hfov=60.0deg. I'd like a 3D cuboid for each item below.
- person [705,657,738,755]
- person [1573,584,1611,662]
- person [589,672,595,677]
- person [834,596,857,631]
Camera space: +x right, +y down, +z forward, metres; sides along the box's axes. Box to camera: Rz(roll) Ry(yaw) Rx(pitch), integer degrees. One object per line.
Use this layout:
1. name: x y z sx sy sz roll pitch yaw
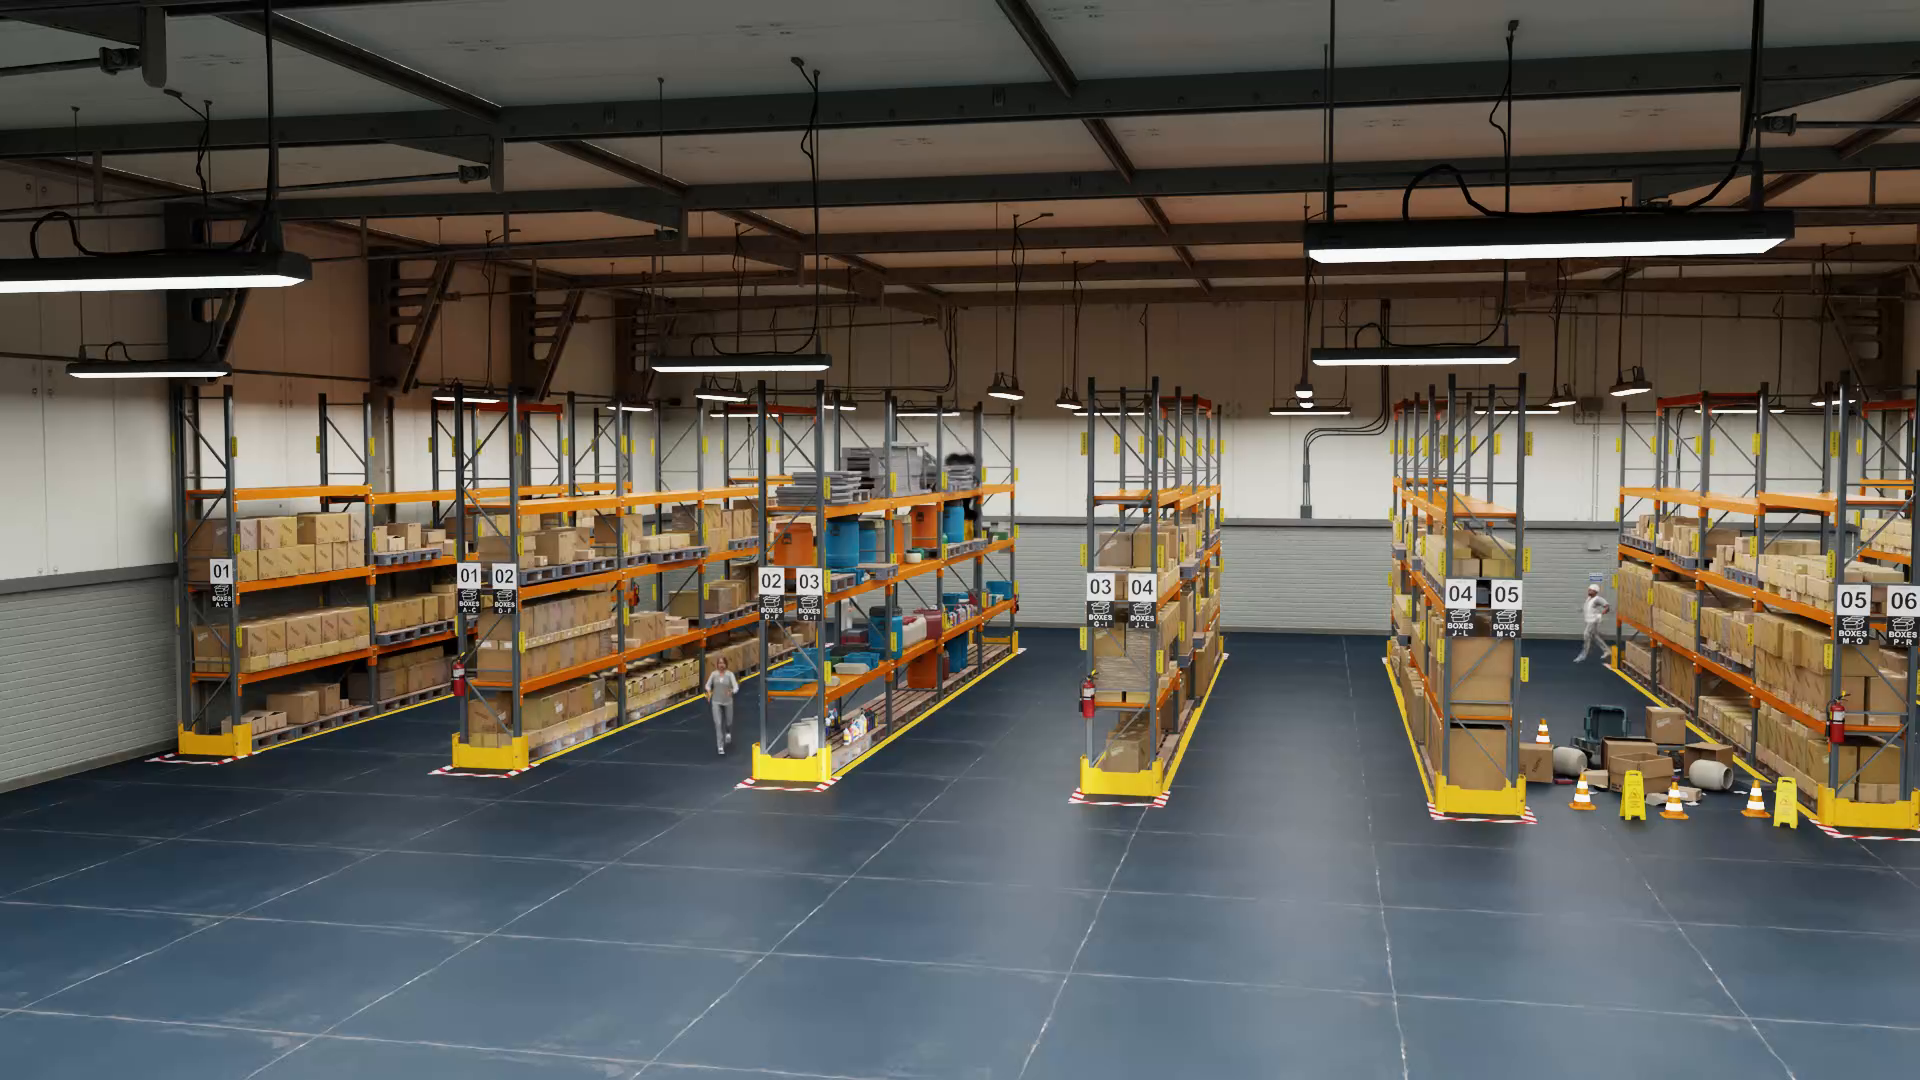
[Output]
1. person: -3.909 2.701 27.283 0.547 1.544 0.755 0 3 -5
2. person: 14.691 1.926 38.603 0.929 1.804 0.676 0 3 5
3. person: -7.544 2.245 33.746 0.767 1.718 0.530 1 3 10
4. person: -2.666 1.782 38.724 0.555 1.617 0.549 0 3 -2
